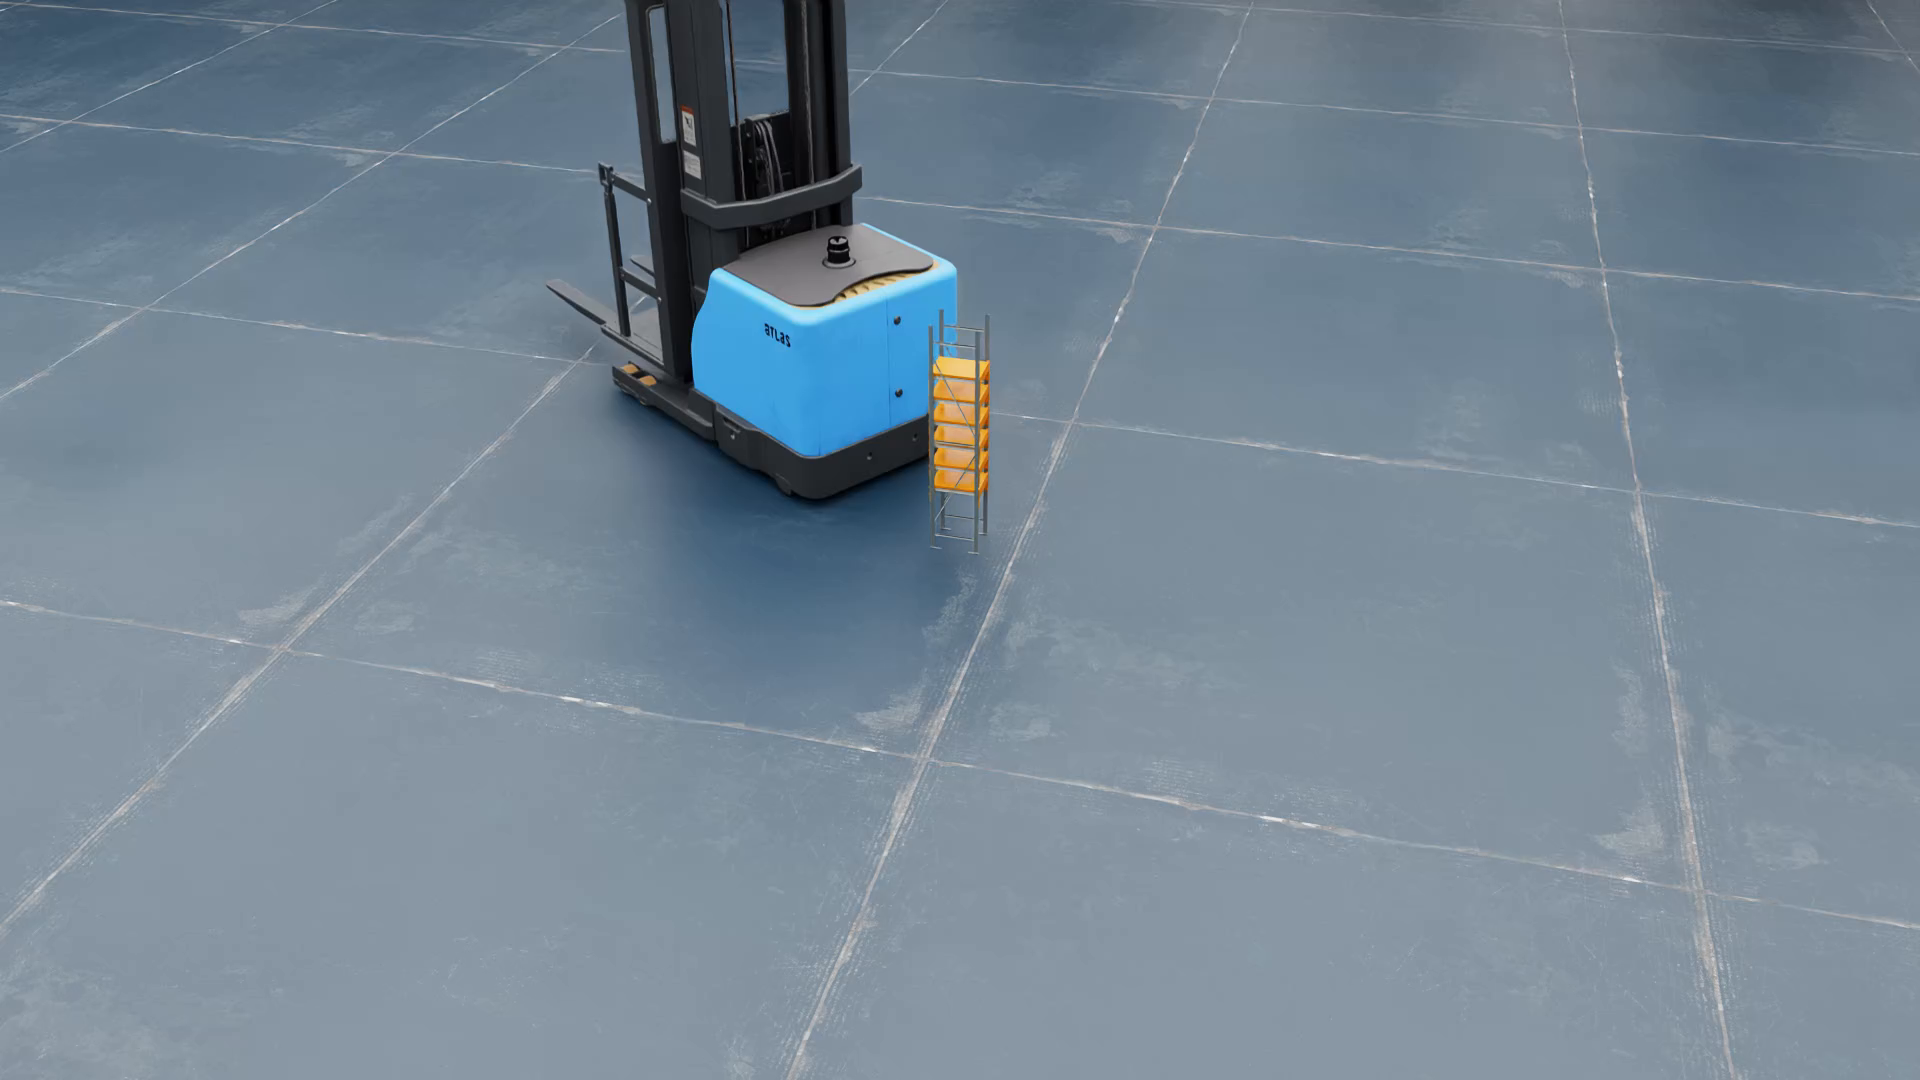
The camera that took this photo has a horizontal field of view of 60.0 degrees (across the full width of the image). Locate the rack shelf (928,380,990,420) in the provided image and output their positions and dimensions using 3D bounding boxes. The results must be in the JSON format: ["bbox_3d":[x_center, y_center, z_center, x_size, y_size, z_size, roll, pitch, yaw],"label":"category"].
[{"bbox_3d":[-0.004,-0.664,7.811,0.258,0.103,0.180,8,33,12],"label":"rack shelf"}]

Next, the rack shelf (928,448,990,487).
[{"bbox_3d":[-0.004,-0.360,8.005,0.258,0.103,0.180,8,33,12],"label":"rack shelf"}]

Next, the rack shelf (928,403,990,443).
[{"bbox_3d":[-0.004,-0.563,7.876,0.258,0.103,0.180,8,33,12],"label":"rack shelf"}]

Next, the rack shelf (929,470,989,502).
[{"bbox_3d":[-0.004,-0.259,8.069,0.258,0.103,0.180,8,33,12],"label":"rack shelf"}]

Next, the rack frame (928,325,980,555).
[{"bbox_3d":[-0.027,-0.451,7.842,0.240,1.200,0.006,8,33,12],"label":"rack frame"}]

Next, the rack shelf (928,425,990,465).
[{"bbox_3d":[-0.004,-0.461,7.940,0.258,0.103,0.180,8,33,12],"label":"rack shelf"}]

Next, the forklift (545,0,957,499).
[{"bbox_3d":[-1.343,-2.159,8.914,1.130,2.935,3.031,-25,40,-34],"label":"forklift"}]

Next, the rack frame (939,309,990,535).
[{"bbox_3d":[0.020,-0.546,7.991,0.240,1.200,0.006,8,33,12],"label":"rack frame"}]

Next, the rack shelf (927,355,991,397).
[{"bbox_3d":[-0.004,-0.765,7.747,0.258,0.103,0.180,8,33,12],"label":"rack shelf"}]

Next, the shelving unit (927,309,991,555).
[{"bbox_3d":[-0.004,-0.499,7.916,0.258,1.200,0.189,8,33,12],"label":"shelving unit"}]
